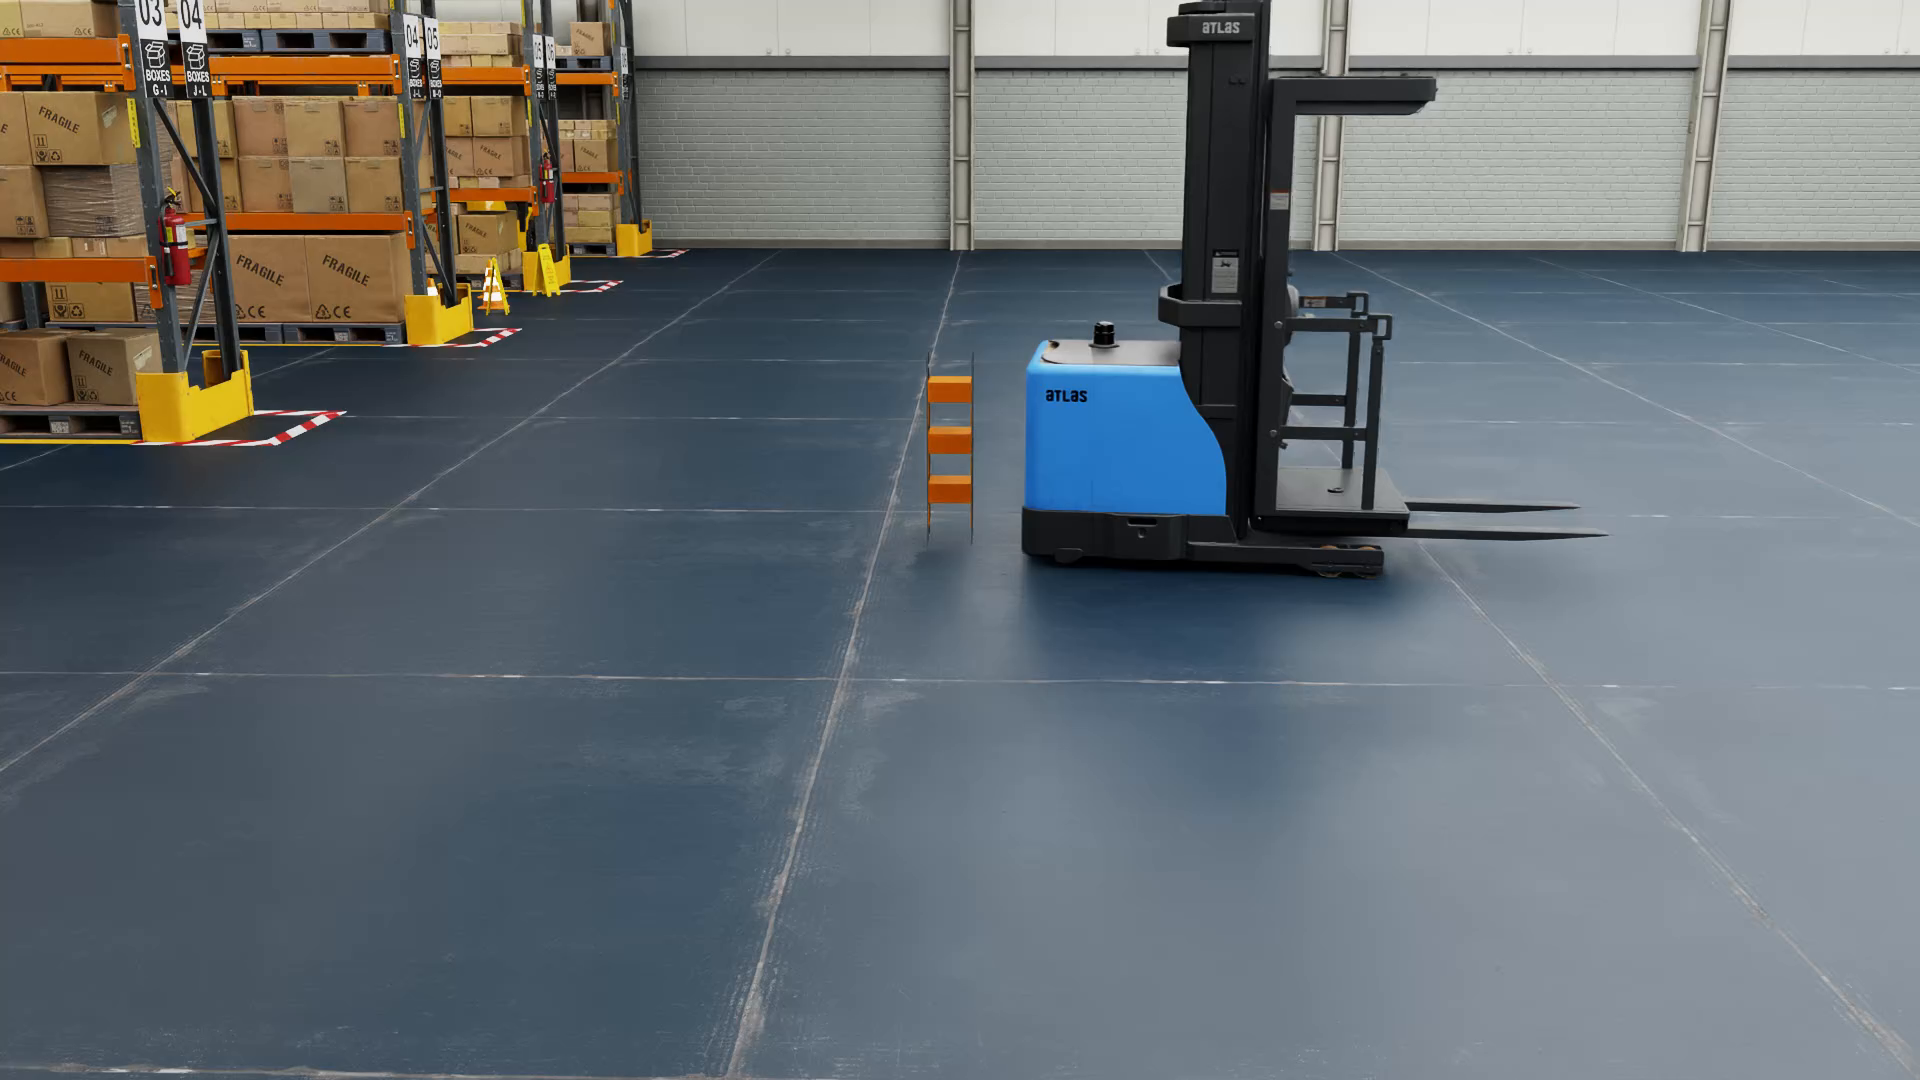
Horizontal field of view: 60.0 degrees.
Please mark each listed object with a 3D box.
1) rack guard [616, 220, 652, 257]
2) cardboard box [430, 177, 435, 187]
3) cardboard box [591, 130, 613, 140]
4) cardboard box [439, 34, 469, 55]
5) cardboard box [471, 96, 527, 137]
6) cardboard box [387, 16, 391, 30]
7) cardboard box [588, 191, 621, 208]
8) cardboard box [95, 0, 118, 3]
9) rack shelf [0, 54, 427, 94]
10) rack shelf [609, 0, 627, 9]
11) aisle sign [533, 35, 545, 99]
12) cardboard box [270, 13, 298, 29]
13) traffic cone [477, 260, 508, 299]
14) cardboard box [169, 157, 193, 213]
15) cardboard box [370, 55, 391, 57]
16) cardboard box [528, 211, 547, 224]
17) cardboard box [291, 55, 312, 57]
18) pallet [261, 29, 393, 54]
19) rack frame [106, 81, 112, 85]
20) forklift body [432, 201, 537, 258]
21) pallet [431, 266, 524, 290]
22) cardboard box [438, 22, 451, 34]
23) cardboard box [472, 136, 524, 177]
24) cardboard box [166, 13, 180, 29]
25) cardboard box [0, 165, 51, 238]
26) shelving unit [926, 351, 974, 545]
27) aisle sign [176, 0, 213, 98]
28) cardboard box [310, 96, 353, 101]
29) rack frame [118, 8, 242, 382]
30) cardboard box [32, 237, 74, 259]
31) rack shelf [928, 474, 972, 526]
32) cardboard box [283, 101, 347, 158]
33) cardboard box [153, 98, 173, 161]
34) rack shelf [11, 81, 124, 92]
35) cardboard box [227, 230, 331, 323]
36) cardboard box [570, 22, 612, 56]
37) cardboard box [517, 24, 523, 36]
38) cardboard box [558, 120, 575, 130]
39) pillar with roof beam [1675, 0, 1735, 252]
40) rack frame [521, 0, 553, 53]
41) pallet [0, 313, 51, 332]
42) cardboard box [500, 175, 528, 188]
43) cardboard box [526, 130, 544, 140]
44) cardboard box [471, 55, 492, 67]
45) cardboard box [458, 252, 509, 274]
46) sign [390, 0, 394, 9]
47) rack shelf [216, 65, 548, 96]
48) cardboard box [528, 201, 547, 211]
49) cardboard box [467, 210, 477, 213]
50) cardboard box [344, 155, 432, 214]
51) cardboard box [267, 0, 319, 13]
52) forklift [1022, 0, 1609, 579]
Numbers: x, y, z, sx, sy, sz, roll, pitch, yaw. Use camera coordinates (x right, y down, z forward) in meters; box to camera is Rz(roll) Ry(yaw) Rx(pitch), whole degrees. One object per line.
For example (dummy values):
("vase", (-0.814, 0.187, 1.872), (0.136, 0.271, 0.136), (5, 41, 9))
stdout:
("rack guard", (-5.265, -4.888, 26.887), (0.348, 0.500, 1.175), (0, 15, 1))
("cardboard box", (-6.814, -4.669, 21.651), (0.250, 0.149, 0.380), (1, 15, 2))
("cardboard box", (-5.642, -6.390, 26.211), (0.250, 0.149, 0.380), (1, 15, 2))
("cardboard box", (-6.433, -6.294, 21.148), (0.500, 0.250, 0.500), (0, 15, 1))
("cardboard box", (-5.928, -5.454, 21.394), (0.500, 0.500, 0.700), (0, 15, 0))
("cardboard box", (-5.772, -5.232, 16.885), (0.250, 0.149, 0.380), (0, 15, 2))
("cardboard box", (-5.764, -5.505, 26.933), (0.500, 0.250, 0.500), (0, 15, 1))
("cardboard box", (-5.950, -3.797, 11.483), (0.250, 0.149, 0.380), (0, 15, 1))
("rack shelf", (-7.437, -4.684, 16.742), (4.000, 0.370, 1.077), (0, 15, 1))
("rack shelf", (-7.288, -8.469, 25.996), (4.000, 0.370, 1.077), (0, 15, 1))
("aisle sign", (-5.357, -6.014, 21.157), (0.004, 0.787, 0.394), (0, 15, 1))
("cardboard box", (-6.540, -5.069, 16.267), (0.250, 0.149, 0.380), (1, 15, 2))
("traffic cone", (-5.875, -3.278, 20.858), (0.334, 0.463, 0.336), (0, 15, 1))
("cardboard box", (-7.980, -3.636, 16.947), (0.550, 0.550, 0.875), (0, 15, 1))
("cardboard box", (-7.312, -6.090, 21.153), (0.250, 0.149, 0.380), (0, 15, 1))
("cardboard box", (-6.801, -5.140, 26.527), (0.500, 0.250, 0.500), (0, 15, 0))
("cardboard box", (-8.345, -6.120, 21.270), (0.250, 0.149, 0.380), (1, 15, 3))
("pallet", (-6.179, -4.978, 16.620), (1.213, 0.211, 1.003), (0, 15, 1))
("rack frame", (-13.286, -6.149, 26.766), (0.127, 3.000, 1.000), (0, 15, 1))
("forklift body", (-7.231, -5.234, 24.960), (1.214, 2.155, 2.313), (0, 15, 1))
("pallet", (-6.299, -3.497, 22.183), (1.213, 0.211, 1.003), (0, 15, 1))
("cardboard box", (-6.522, -6.496, 21.130), (0.250, 0.149, 0.380), (0, 15, 2))
("cardboard box", (-5.961, -4.956, 21.467), (0.500, 0.500, 0.500), (0, 15, 0))
("cardboard box", (-7.560, -5.075, 16.290), (0.250, 0.149, 0.380), (1, 15, 2))
("cardboard box", (-6.717, -2.479, 12.078), (0.500, 0.500, 0.875), (0, 15, 1))
("shelving unit", (-0.053, -0.508, 9.207), (0.252, 1.050, 0.215), (0, 15, 1))
("aisle sign", (-5.595, -3.637, 12.149), (0.004, 0.787, 0.394), (0, 15, 1))
("cardboard box", (-7.965, -5.455, 21.399), (0.500, 0.500, 0.700), (0, 15, 0))
("rack frame", (-5.665, -2.304, 12.192), (0.127, 3.000, 1.000), (0, 15, 1))
("cardboard box", (-6.456, -2.122, 11.995), (0.250, 0.149, 0.380), (0, 15, 1))
("rack shelf", (-0.053, -0.229, 9.281), (0.240, 0.259, 0.215), (0, 15, 1))
("cardboard box", (-6.359, -4.155, 16.798), (0.550, 0.550, 0.875), (0, 15, 1))
("cardboard box", (-6.208, -3.052, 12.291), (0.500, 0.500, 0.500), (0, 15, 1))
("rack shelf", (-15.285, -7.265, 26.525), (4.000, 0.370, 1.077), (0, 15, 1))
("cardboard box", (-6.996, -2.736, 17.174), (0.875, 0.875, 0.875), (0, 15, 1))
("cardboard box", (-5.737, -7.788, 25.882), (0.500, 0.500, 0.500), (1, 15, 3))
("cardboard box", (-5.762, -6.600, 21.524), (0.250, 0.149, 0.380), (0, 15, 1))
("cardboard box", (-6.162, -6.540, 26.197), (0.250, 0.149, 0.380), (1, 15, 3))
("pillar with roof beam", (11.922, -8.017, 22.086), (0.400, 9.000, 9.100), (0, 15, 1))
("rack frame", (-5.412, -7.732, 21.005), (0.127, 3.000, 1.000), (0, 15, 1))
("pallet", (-10.209, -2.232, 17.384), (1.213, 0.211, 1.003), (0, 15, 1))
("cardboard box", (-5.791, -4.657, 21.605), (0.250, 0.149, 0.380), (1, 15, 3))
("cardboard box", (-6.672, -6.395, 26.232), (0.250, 0.149, 0.380), (0, 15, 0))
("cardboard box", (-6.025, -6.084, 21.133), (0.250, 0.149, 0.380), (0, 15, 2))
("cardboard box", (-6.251, -3.641, 21.828), (0.500, 0.250, 0.500), (0, 15, 1))
("sign", (-5.465, -5.270, 15.974), (0.005, 0.325, 0.100), (0, 15, 1))
("rack shelf", (-7.411, -5.947, 21.529), (4.000, 0.370, 1.077), (0, 15, 1))
("cardboard box", (-6.772, -5.380, 26.458), (0.500, 0.250, 0.500), (1, 15, 2))
("cardboard box", (-6.758, -4.145, 22.268), (0.500, 0.500, 0.500), (0, 15, -1))
("cardboard box", (-5.809, -3.631, 16.930), (0.550, 0.550, 0.875), (0, 15, 1))
("cardboard box", (-6.434, -5.276, 16.271), (0.500, 0.250, 0.500), (0, 15, 2))
("forklift", (1.884, -1.360, 8.749), (3.031, 2.935, 1.130), (2, 15, 7))
